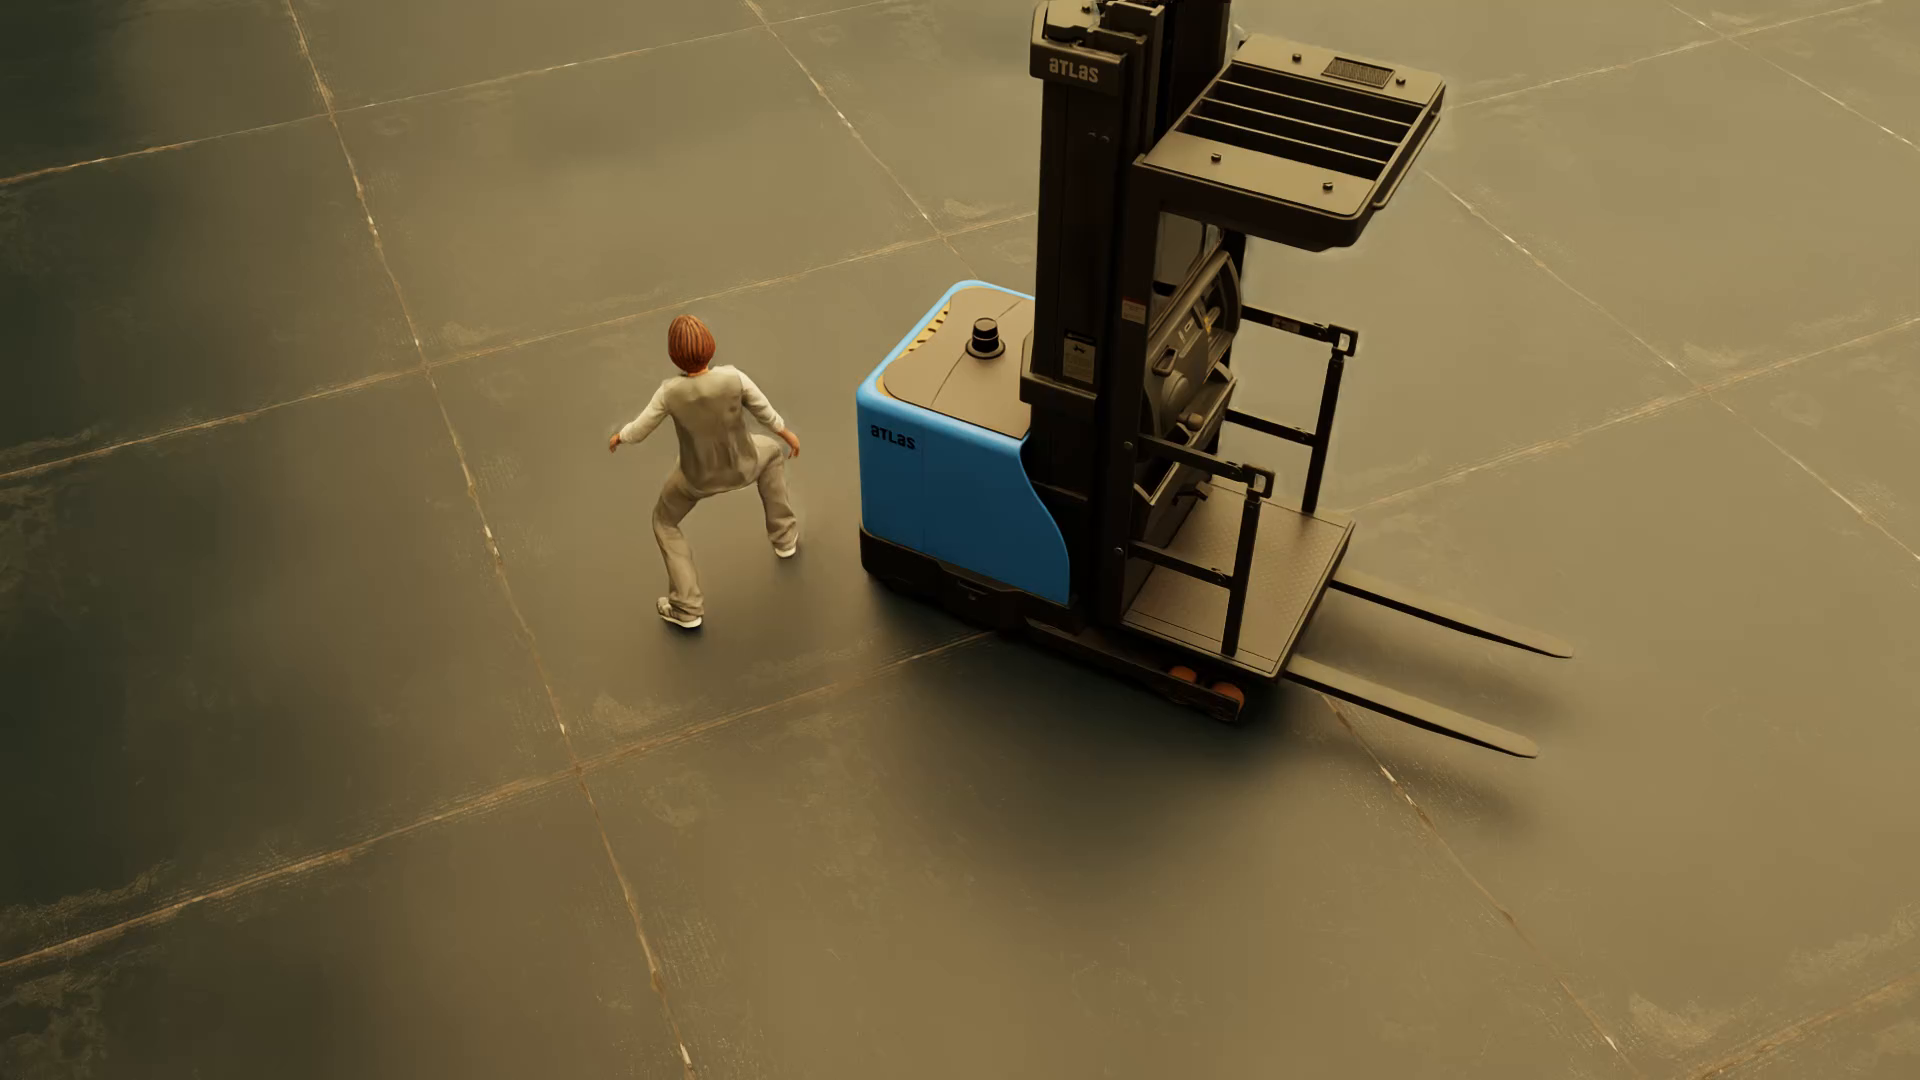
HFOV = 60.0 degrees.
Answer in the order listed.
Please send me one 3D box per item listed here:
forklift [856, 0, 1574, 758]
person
[{"bbox_3d":[1.095,-0.729,6.461,3.031,2.935,1.130,20,47,20],"label":"forklift"},{"bbox_3d":[-1.087,-0.351,7.147,0.814,1.480,0.618,-8,44,-9],"label":"person"}]
